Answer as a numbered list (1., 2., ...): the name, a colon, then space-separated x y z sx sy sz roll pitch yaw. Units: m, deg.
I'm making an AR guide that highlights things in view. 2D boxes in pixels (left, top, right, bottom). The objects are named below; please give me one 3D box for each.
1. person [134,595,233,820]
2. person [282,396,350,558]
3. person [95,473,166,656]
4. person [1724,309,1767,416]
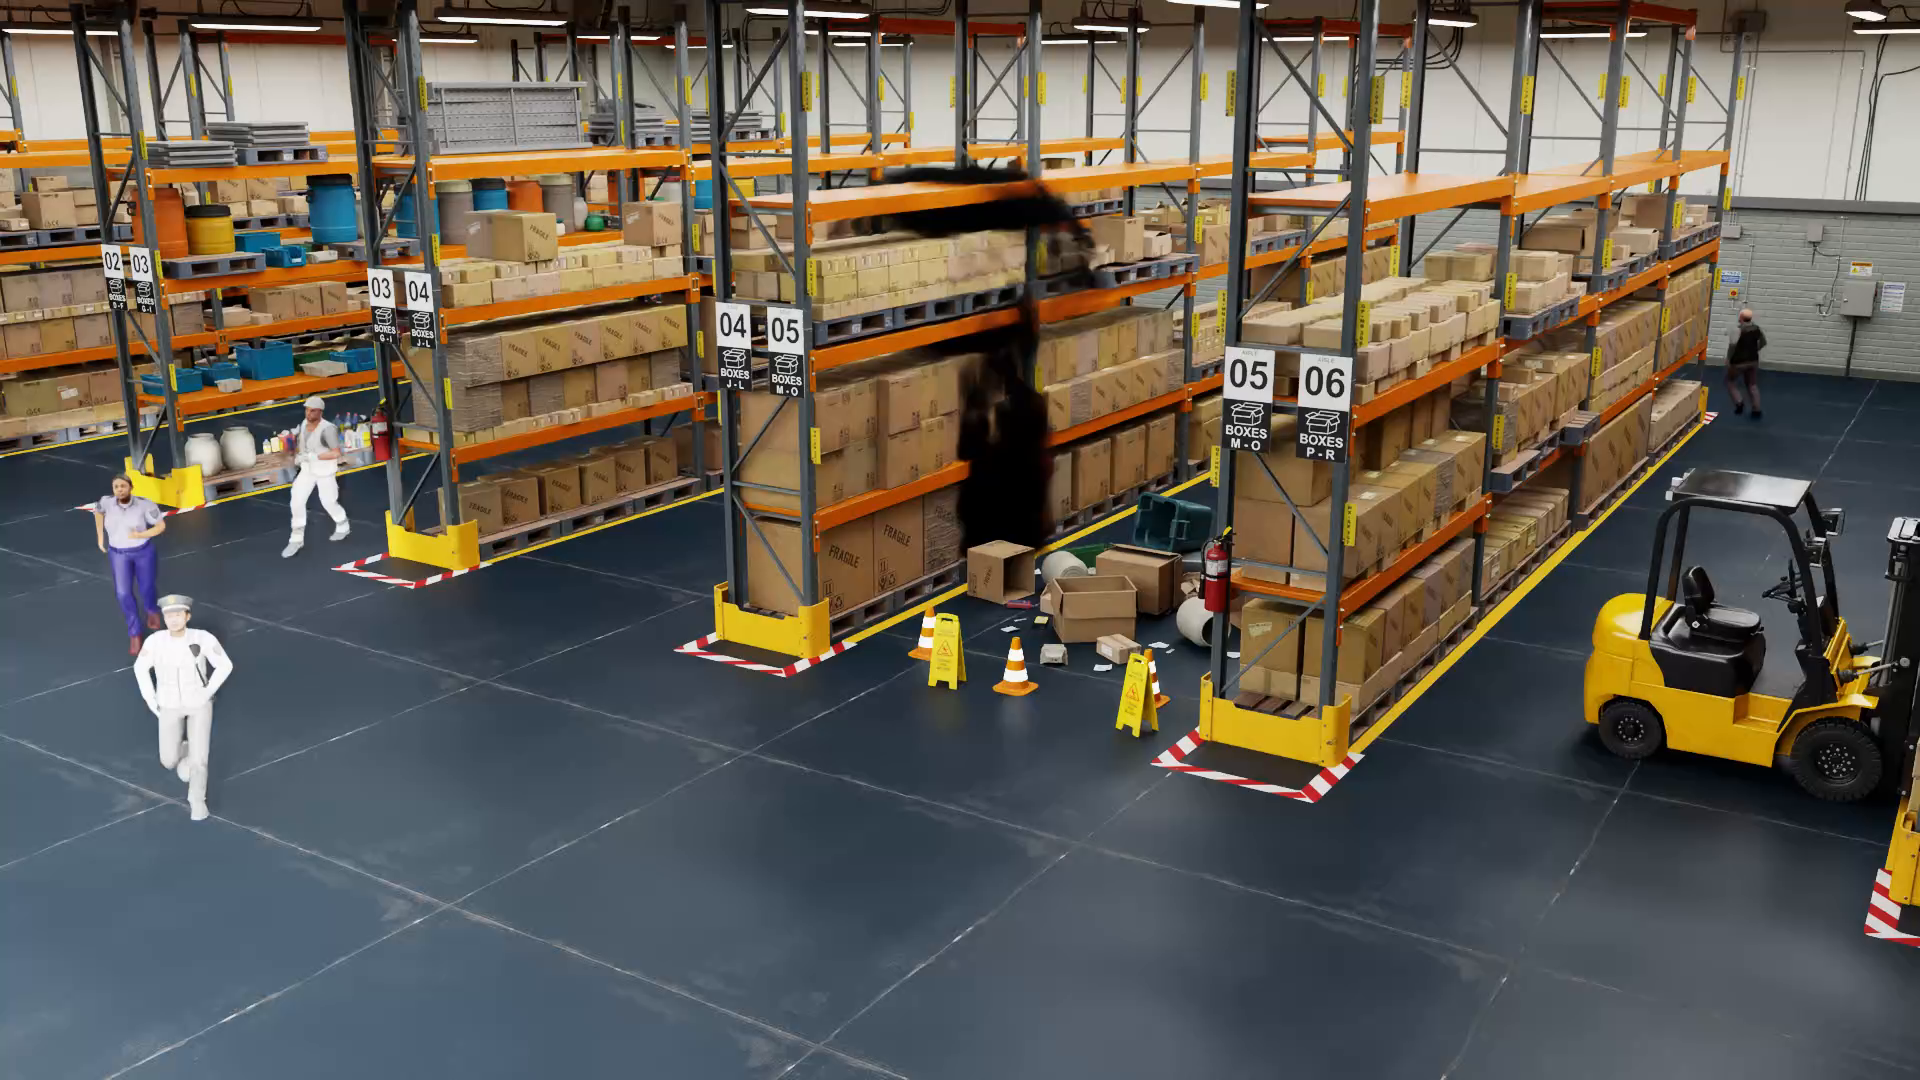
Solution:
1. person: -5.567 1.172 11.974 0.658 1.659 0.550 -4 16 -13
2. person: -7.137 -0.743 18.583 0.686 1.794 0.843 6 16 19
3. person: -7.728 0.175 15.581 0.627 1.694 0.891 -4 16 -15
4. person: 12.255 -2.778 26.094 0.713 1.697 0.642 -2 16 -6
